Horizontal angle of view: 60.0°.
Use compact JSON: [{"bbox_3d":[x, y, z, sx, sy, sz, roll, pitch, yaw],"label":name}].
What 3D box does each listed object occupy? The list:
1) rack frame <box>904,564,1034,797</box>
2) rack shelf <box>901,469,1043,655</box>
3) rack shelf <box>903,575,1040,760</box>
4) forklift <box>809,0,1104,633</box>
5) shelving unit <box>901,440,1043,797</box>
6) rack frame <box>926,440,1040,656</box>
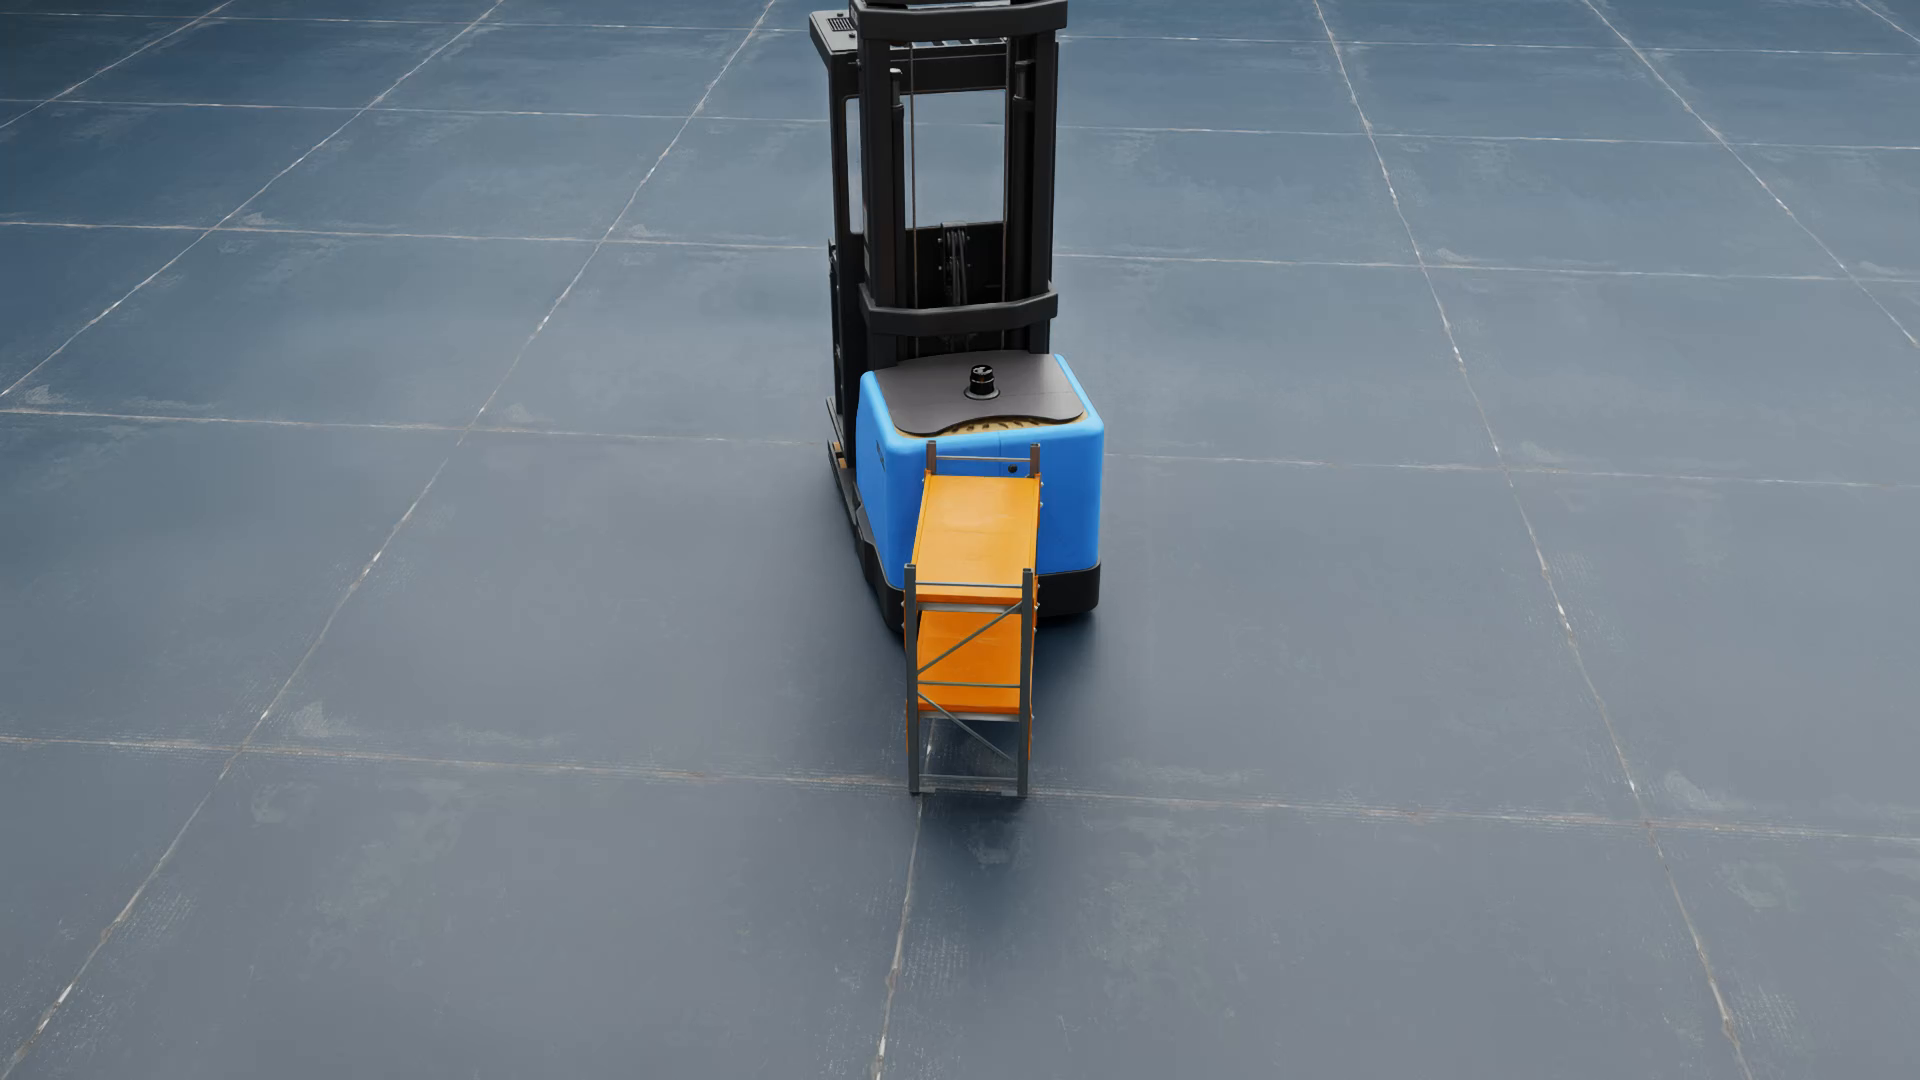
[{"bbox_3d":[0.034,0.587,6.725,0.500,1.125,0.032,2,32,3],"label":"rack frame"},{"bbox_3d":[0.068,0.072,7.004,0.538,0.278,1.000,2,32,3],"label":"rack shelf"},{"bbox_3d":[0.068,0.529,7.286,0.538,0.278,1.000,2,32,3],"label":"rack shelf"},{"bbox_3d":[-0.128,-1.568,8.500,1.130,2.935,3.031,-6,32,-10],"label":"forklift"},{"bbox_3d":[0.068,0.321,7.157,0.538,1.125,1.048,2,32,3],"label":"shelving unit"},{"bbox_3d":[0.102,0.055,7.589,0.500,1.125,0.032,2,32,3],"label":"rack frame"}]
